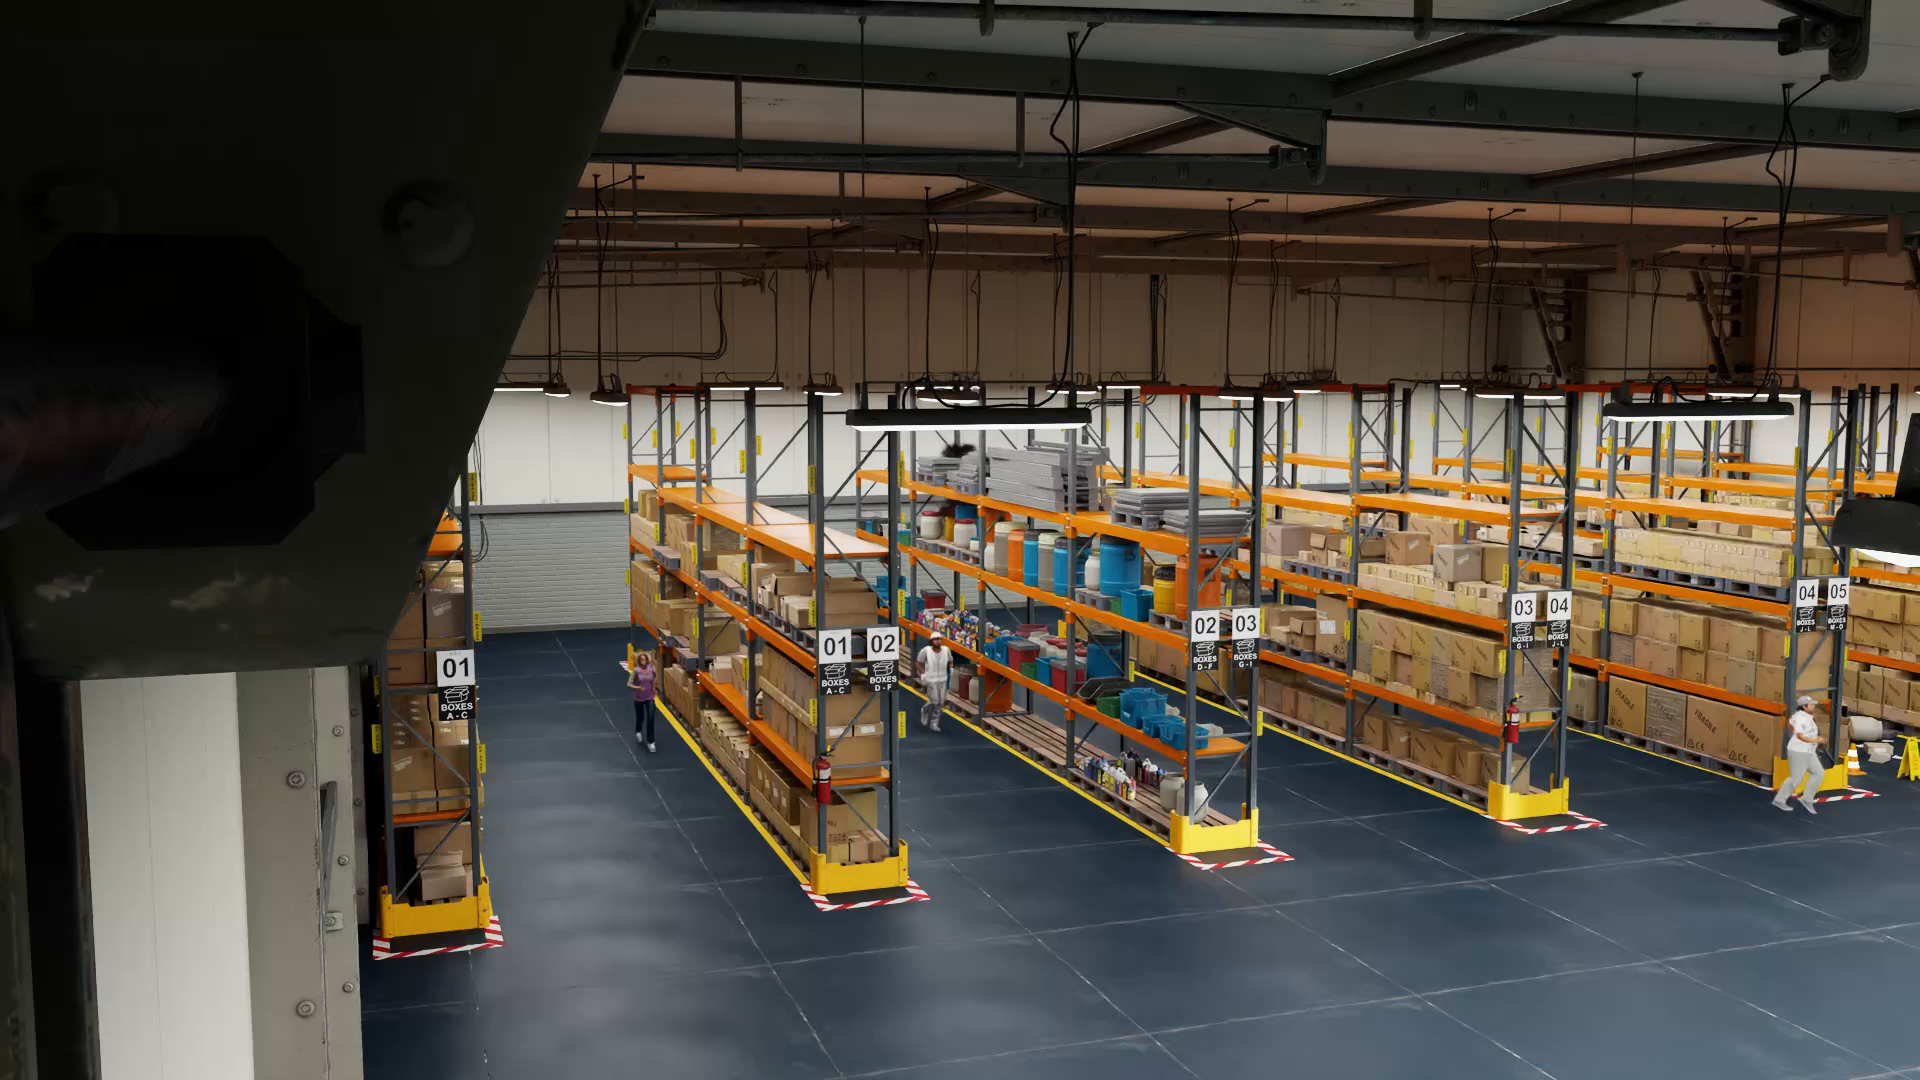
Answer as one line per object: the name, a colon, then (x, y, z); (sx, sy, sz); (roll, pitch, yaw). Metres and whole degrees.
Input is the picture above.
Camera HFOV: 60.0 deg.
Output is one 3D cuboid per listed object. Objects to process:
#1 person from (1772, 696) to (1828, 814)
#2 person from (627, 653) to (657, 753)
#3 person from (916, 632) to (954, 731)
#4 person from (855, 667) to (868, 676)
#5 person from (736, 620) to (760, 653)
person: (12.011, 3.072, 23.731); (0.658, 1.716, 0.609); (4, 7, 34)
person: (-5.265, 2.664, 27.651); (0.540, 1.605, 0.874); (-2, 6, -22)
person: (-0.397, 2.468, 29.051); (0.666, 1.746, 0.618); (-2, 6, -22)
person: (-1.753, 2.420, 29.307); (0.640, 1.796, 0.890); (-2, 6, -22)
person: (-4.617, 1.831, 35.465); (0.706, 1.713, 0.891); (-5, 8, -40)
